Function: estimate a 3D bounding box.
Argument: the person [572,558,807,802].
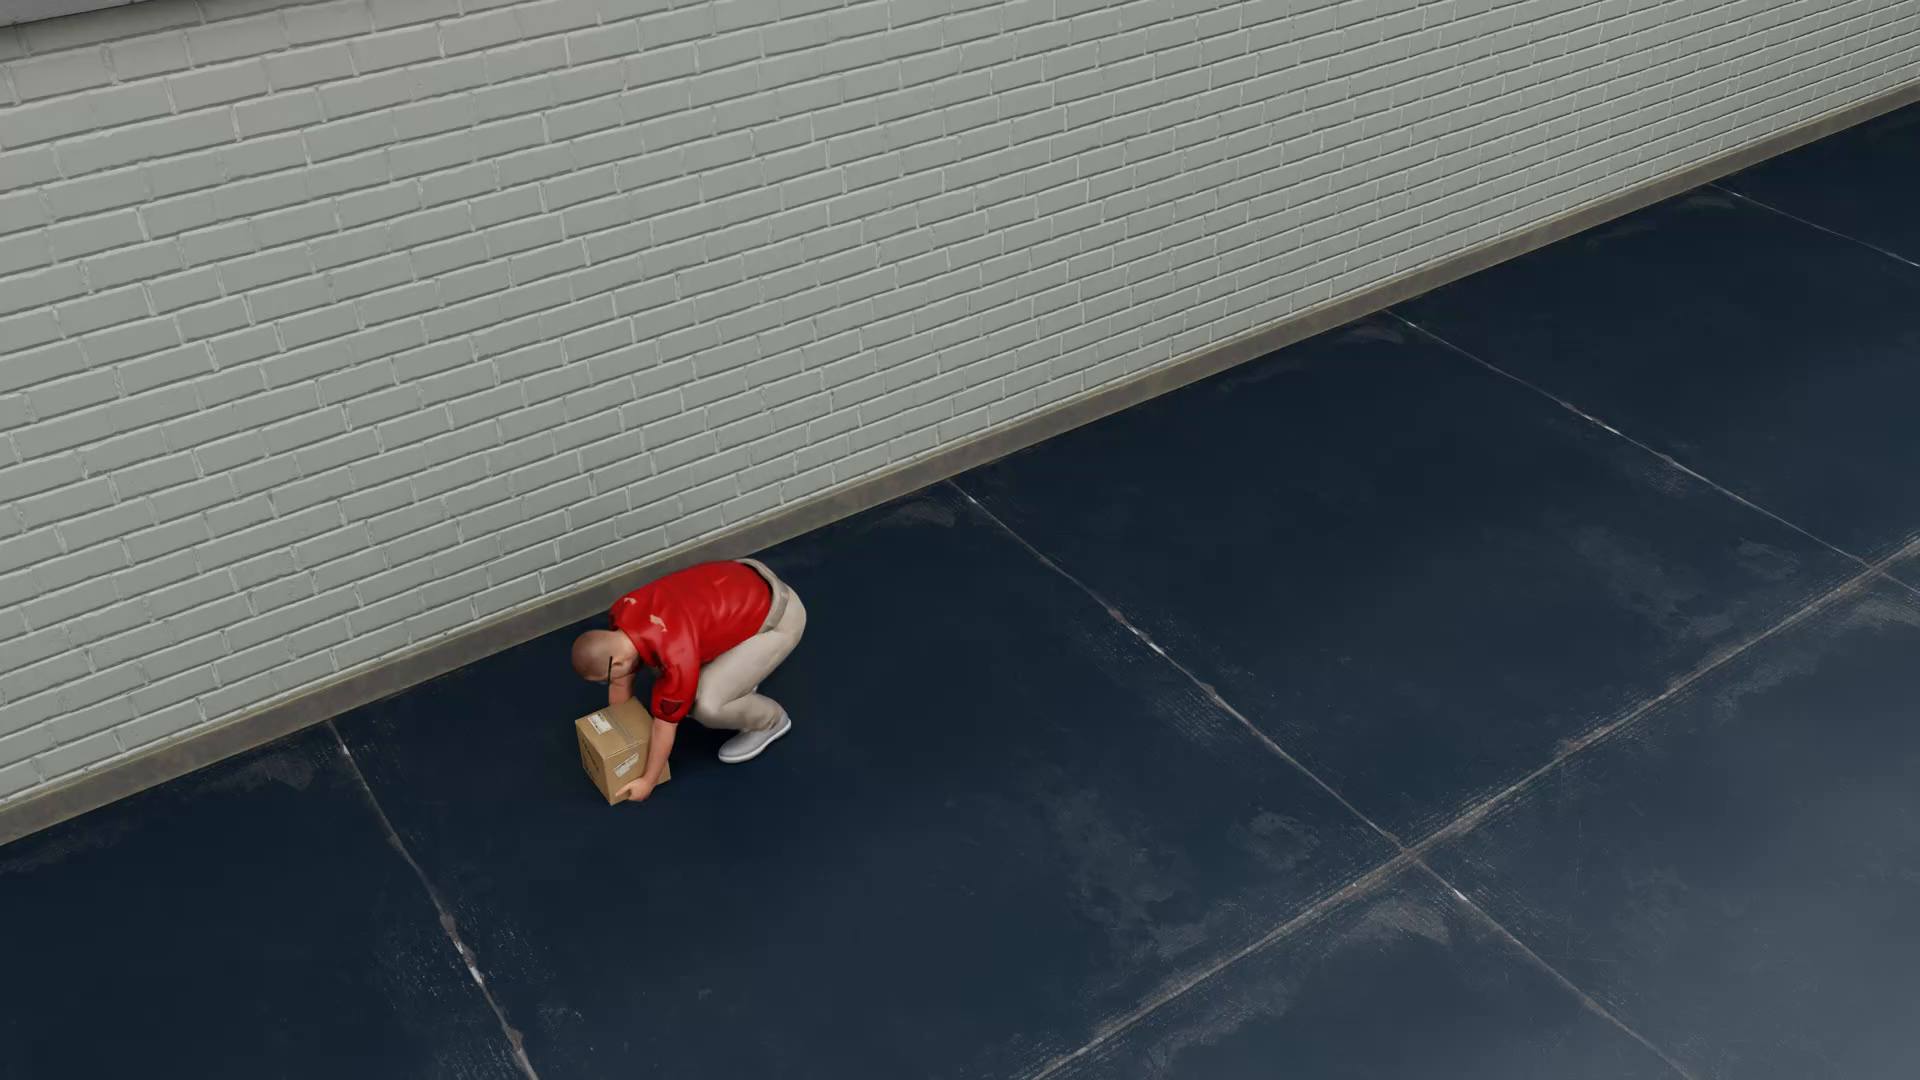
[{"bbox_3d":[-1.021,0.489,6.329,0.936,0.784,0.529,-24,42,-29],"label":"person"}]
